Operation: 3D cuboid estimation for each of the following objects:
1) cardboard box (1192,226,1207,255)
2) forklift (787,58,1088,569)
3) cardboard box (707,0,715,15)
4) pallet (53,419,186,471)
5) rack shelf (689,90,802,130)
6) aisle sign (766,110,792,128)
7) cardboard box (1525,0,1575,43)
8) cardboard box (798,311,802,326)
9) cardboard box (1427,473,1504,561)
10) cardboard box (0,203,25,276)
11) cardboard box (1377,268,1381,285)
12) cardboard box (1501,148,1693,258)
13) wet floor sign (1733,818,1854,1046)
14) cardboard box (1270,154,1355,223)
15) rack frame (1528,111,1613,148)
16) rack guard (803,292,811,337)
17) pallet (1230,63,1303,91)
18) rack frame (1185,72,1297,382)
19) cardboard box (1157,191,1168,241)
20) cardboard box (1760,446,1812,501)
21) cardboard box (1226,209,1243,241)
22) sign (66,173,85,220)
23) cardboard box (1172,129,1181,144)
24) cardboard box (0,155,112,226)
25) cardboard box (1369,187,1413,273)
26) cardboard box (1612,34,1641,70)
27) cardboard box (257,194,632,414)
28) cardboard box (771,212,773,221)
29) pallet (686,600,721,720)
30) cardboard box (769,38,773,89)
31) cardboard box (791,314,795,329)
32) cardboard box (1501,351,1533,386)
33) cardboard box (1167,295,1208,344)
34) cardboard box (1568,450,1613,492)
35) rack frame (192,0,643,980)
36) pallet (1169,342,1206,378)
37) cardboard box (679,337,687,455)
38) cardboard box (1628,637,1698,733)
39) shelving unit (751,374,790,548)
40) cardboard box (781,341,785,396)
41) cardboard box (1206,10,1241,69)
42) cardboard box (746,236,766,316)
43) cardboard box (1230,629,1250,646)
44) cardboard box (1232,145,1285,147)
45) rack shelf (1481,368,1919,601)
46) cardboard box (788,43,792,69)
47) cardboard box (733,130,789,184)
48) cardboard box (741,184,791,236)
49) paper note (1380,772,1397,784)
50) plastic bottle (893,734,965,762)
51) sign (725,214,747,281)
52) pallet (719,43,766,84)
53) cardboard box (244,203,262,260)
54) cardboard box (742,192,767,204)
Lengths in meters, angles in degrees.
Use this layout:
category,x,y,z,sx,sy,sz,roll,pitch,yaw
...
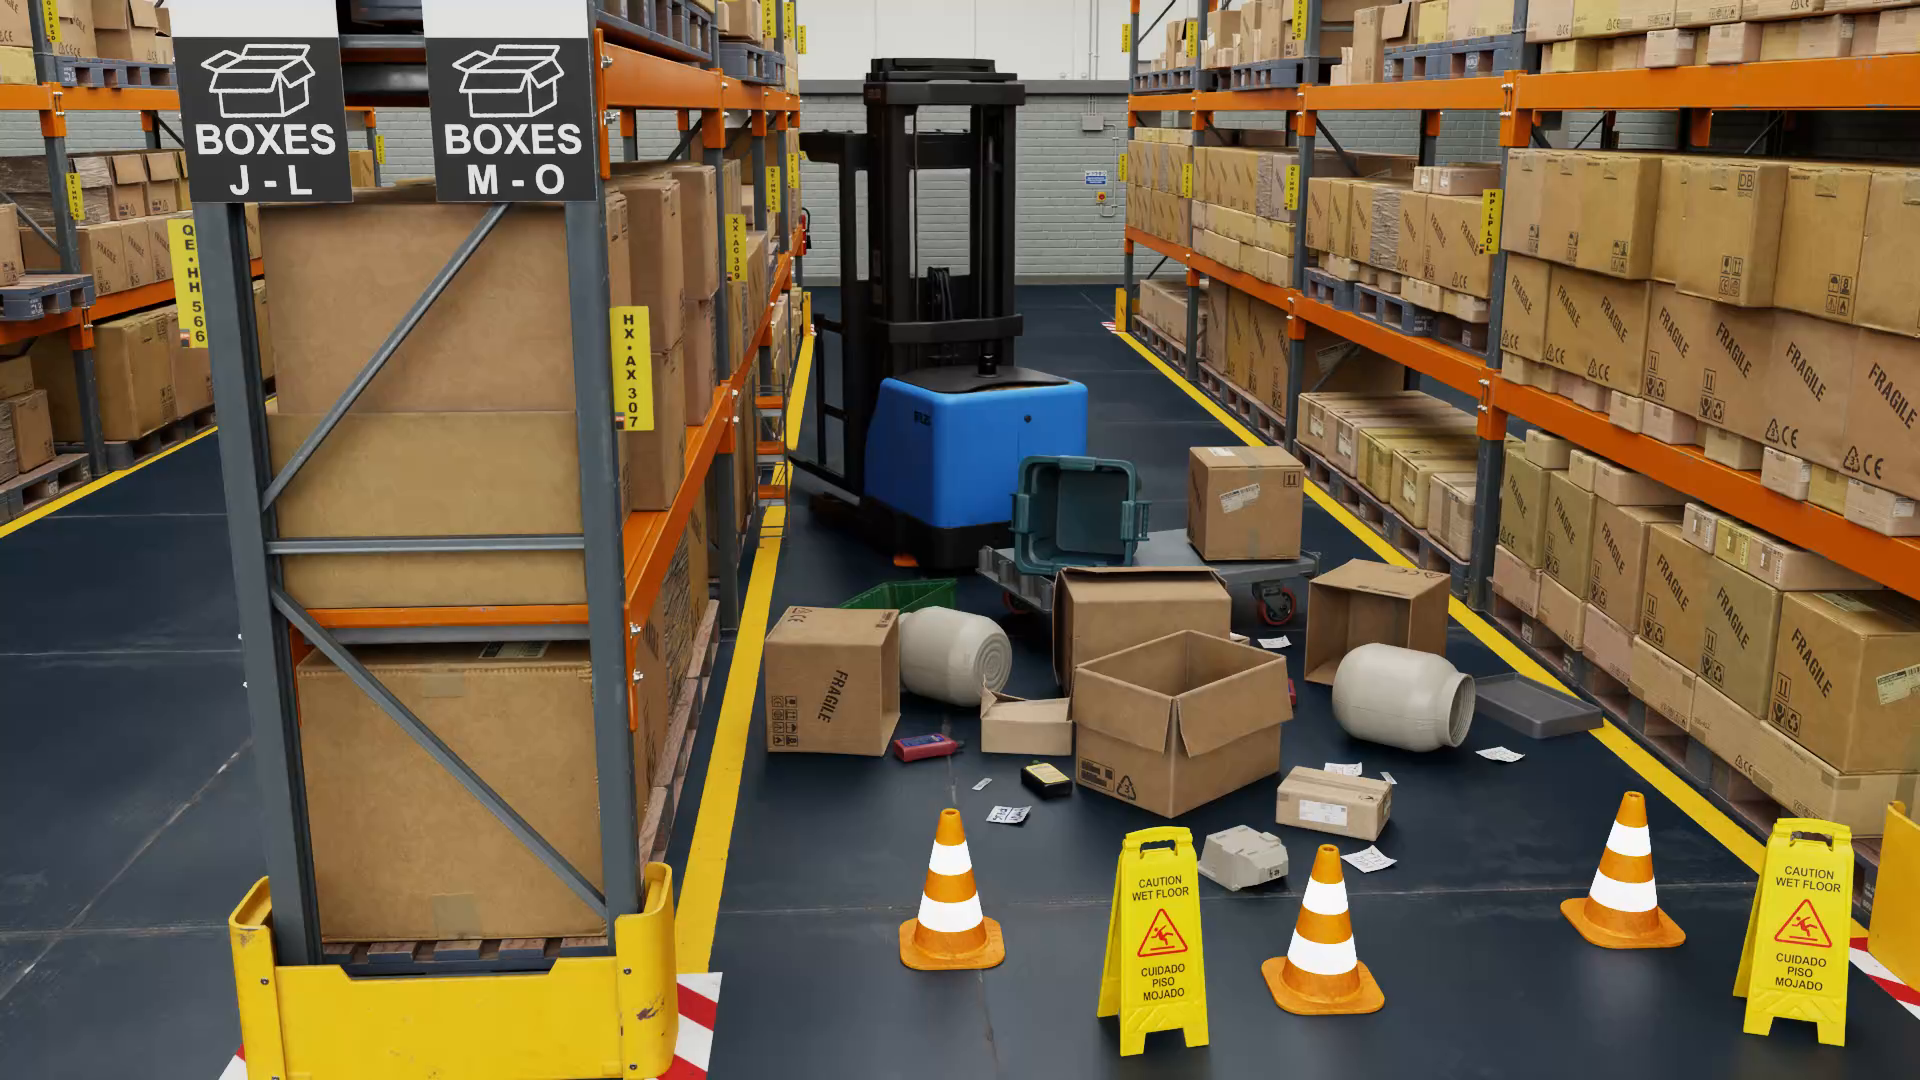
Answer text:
category,x,y,z,sx,sy,sz,roll,pitch,yaw
cardboard box,2.542,-2.883,16.012,0.500,0.250,0.500,-1,14,-5
forklift,-0.354,-1.571,10.749,1.130,2.935,3.031,-7,16,-26
cardboard box,-1.319,-2.475,7.567,0.380,0.149,0.250,-1,14,-4
pallet,-6.839,-0.768,13.088,1.003,0.211,1.213,-1,14,-3
rack shelf,-2.280,-4.569,17.689,1.077,0.370,4.000,-1,14,-3
aisle sign,-2.109,-5.244,19.671,0.394,0.787,0.004,-1,14,-3
cardboard box,3.028,-2.490,7.868,0.500,0.250,0.500,-1,14,-5
cardboard box,-2.046,-2.595,19.471,0.380,0.149,0.250,0,14,-2
cardboard box,3.239,-0.141,9.484,0.950,0.372,0.625,-1,14,-3
cardboard box,-6.792,-2.039,11.390,0.500,0.500,0.500,-3,15,-10
cardboard box,2.961,-1.736,10.914,0.380,0.149,0.250,0,14,-1
cardboard box,3.085,-1.643,8.090,0.700,0.500,0.500,-1,14,-4
wet floor sign,2.465,1.119,4.881,0.267,0.644,0.232,4,15,16
cardboard box,2.733,-2.731,12.916,0.500,0.500,0.500,-1,14,-5
rack frame,7.484,-4.141,20.603,1.000,3.000,0.127,-1,14,-3
rack guard,-2.399,-2.733,20.145,1.175,0.500,0.348,-1,14,-3
pallet,2.861,-3.873,13.918,1.003,0.211,1.213,0,14,-1
rack frame,2.778,-3.069,16.435,1.000,3.000,0.127,-1,14,-3
cardboard box,2.411,-3.482,17.838,0.500,0.500,0.500,-1,14,-4
cardboard box,3.118,-0.242,5.950,0.380,0.149,0.250,-1,14,-2
cardboard box,2.622,-2.744,14.469,0.500,0.250,0.500,-1,14,-5
sign,-6.324,-2.454,11.881,0.100,0.325,0.005,-1,14,-3
cardboard box,2.443,-4.241,17.482,0.380,0.149,0.250,-1,14,-4
cardboard box,-6.894,-2.638,12.544,0.797,0.503,0.637,0,14,-2
cardboard box,2.925,-1.969,10.518,0.500,0.500,0.500,-1,14,-6
cardboard box,3.110,-2.140,7.310,0.380,0.149,0.250,0,14,-2
cardboard box,-1.397,-0.672,4.649,0.875,0.550,0.550,-1,14,-3
cardboard box,-1.904,-2.970,15.115,0.380,0.149,0.250,0,14,-1
pallet,-1.691,0.563,7.915,1.003,0.211,1.213,-1,14,-3
cardboard box,-1.716,-3.744,12.838,0.500,0.500,0.500,-1,14,-3
cardboard box,-1.975,-2.351,17.924,0.380,0.149,0.250,-1,14,-4
cardboard box,2.973,-0.875,8.410,0.380,0.149,0.250,-1,14,-4
cardboard box,2.790,-2.412,18.180,0.875,0.438,0.875,-1,14,-5
cardboard box,3.022,-0.318,7.611,0.380,0.149,0.250,0,14,-1
rack frame,-1.413,0.017,4.441,1.000,3.000,0.127,-1,14,-3
pallet,2.809,-1.909,17.522,1.003,0.211,1.213,-1,14,-3
cardboard box,-1.520,-0.556,6.367,0.875,0.550,0.500,-1,14,-3
cardboard box,3.141,0.588,6.898,0.500,0.250,0.500,-1,14,-5
shelving unit,-1.174,-0.491,10.326,0.215,1.050,0.252,-2,15,-6
cardboard box,-1.800,-1.525,14.607,0.500,0.500,0.500,-1,14,-5
cardboard box,2.543,-4.550,15.127,0.500,0.500,0.500,-1,14,-4
cardboard box,-1.583,-1.789,11.260,0.500,0.500,0.500,-1,14,-3
cardboard box,1.182,0.480,8.127,0.258,0.266,0.396,-13,20,-42
cardboard box,2.990,-3.724,16.773,0.500,0.500,0.500,-1,14,-3
rack shelf,3.398,-0.234,6.859,1.077,0.370,4.000,-1,14,-3
cardboard box,-1.990,-4.962,17.071,0.500,0.250,0.500,-1,14,-2
cardboard box,-1.941,-3.760,16.317,0.500,0.500,0.500,-1,14,-2
cardboard box,-1.935,-3.287,16.485,0.500,0.500,0.500,-1,14,-4
paper note,1.740,0.966,6.751,0.032,0.001,0.123,-1,14,-3
plastic bottle,-0.129,0.871,7.019,0.283,0.061,0.133,-6,16,-23
sign,-1.107,-1.444,8.224,0.100,0.325,0.005,-1,14,-3
pallet,-1.743,-2.897,10.124,1.003,0.211,1.213,0,14,-1
cardboard box,-6.811,-2.852,15.392,0.500,0.500,0.500,-1,14,-3
cardboard box,-1.856,-2.916,14.309,0.380,0.149,0.250,-2,15,-6
